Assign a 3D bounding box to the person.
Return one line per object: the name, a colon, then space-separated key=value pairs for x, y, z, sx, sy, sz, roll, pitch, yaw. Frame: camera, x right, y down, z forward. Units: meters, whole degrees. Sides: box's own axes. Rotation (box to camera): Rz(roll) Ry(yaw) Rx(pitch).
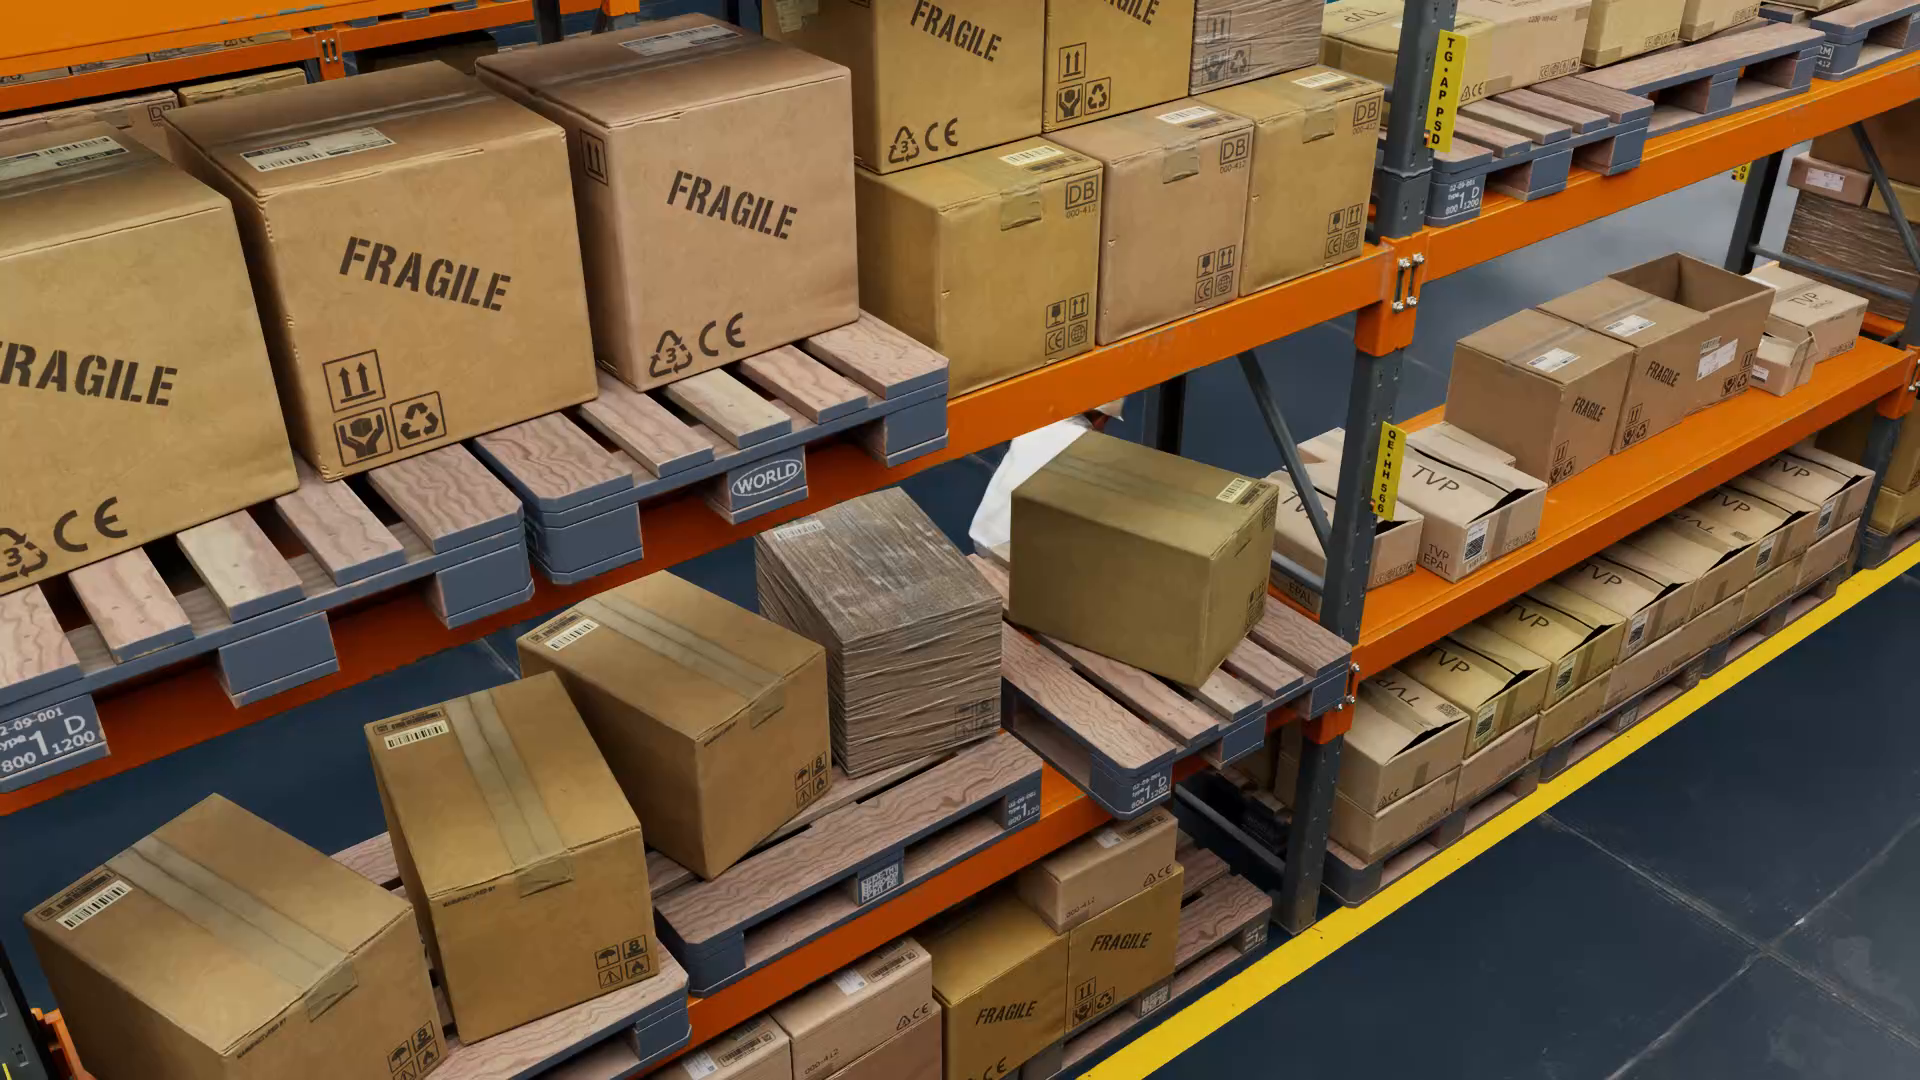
person: x=0.413 y=-0.037 z=7.616 sx=0.819 sy=1.304 sz=0.586 roll=-22 pitch=38 yaw=-31
